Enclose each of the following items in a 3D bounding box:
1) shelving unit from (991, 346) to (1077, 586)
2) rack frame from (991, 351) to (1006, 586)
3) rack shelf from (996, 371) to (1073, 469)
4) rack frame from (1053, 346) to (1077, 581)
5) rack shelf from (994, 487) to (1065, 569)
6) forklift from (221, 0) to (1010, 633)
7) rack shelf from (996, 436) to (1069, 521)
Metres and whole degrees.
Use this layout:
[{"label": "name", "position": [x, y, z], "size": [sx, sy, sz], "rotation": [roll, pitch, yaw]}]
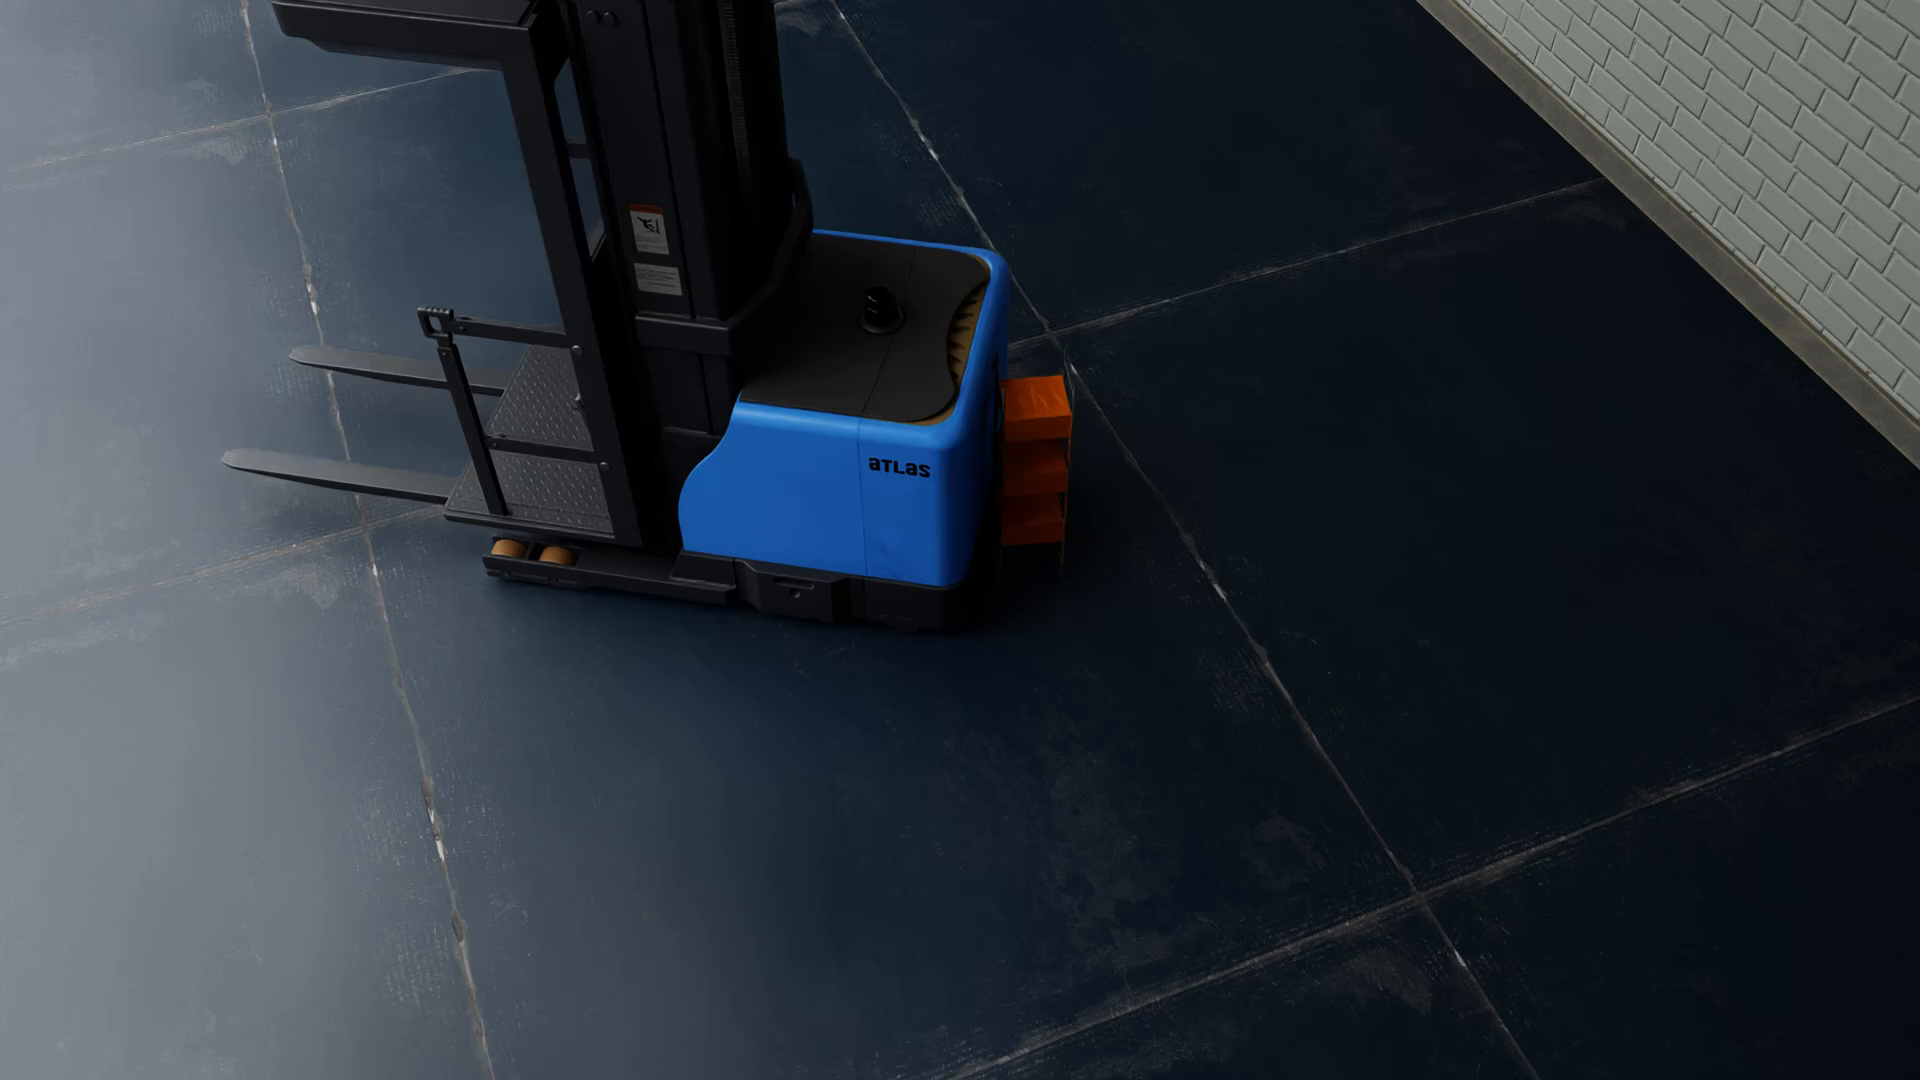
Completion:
[{"label": "shelving unit", "position": [0.260, -0.249, 6.112], "size": [0.252, 1.050, 0.215], "rotation": [-5, 50, -4]}, {"label": "rack frame", "position": [0.139, -0.238, 6.103], "size": [0.008, 1.050, 0.200], "rotation": [-5, 50, -4]}, {"label": "rack shelf", "position": [0.260, -0.427, 5.905], "size": [0.240, 0.259, 0.215], "rotation": [-5, 50, -4]}, {"label": "rack frame", "position": [0.382, -0.260, 6.122], "size": [0.008, 1.050, 0.200], "rotation": [-5, 50, -4]}, {"label": "rack shelf", "position": [0.260, -0.061, 6.331], "size": [0.240, 0.259, 0.215], "rotation": [-5, 50, -4]}, {"label": "forklift", "position": [-1.371, -1.159, 5.654], "size": [3.031, 2.935, 1.130], "rotation": [8, 50, 7]}, {"label": "rack shelf", "position": [0.260, -0.242, 6.120], "size": [0.240, 0.259, 0.215], "rotation": [-5, 50, -4]}]
